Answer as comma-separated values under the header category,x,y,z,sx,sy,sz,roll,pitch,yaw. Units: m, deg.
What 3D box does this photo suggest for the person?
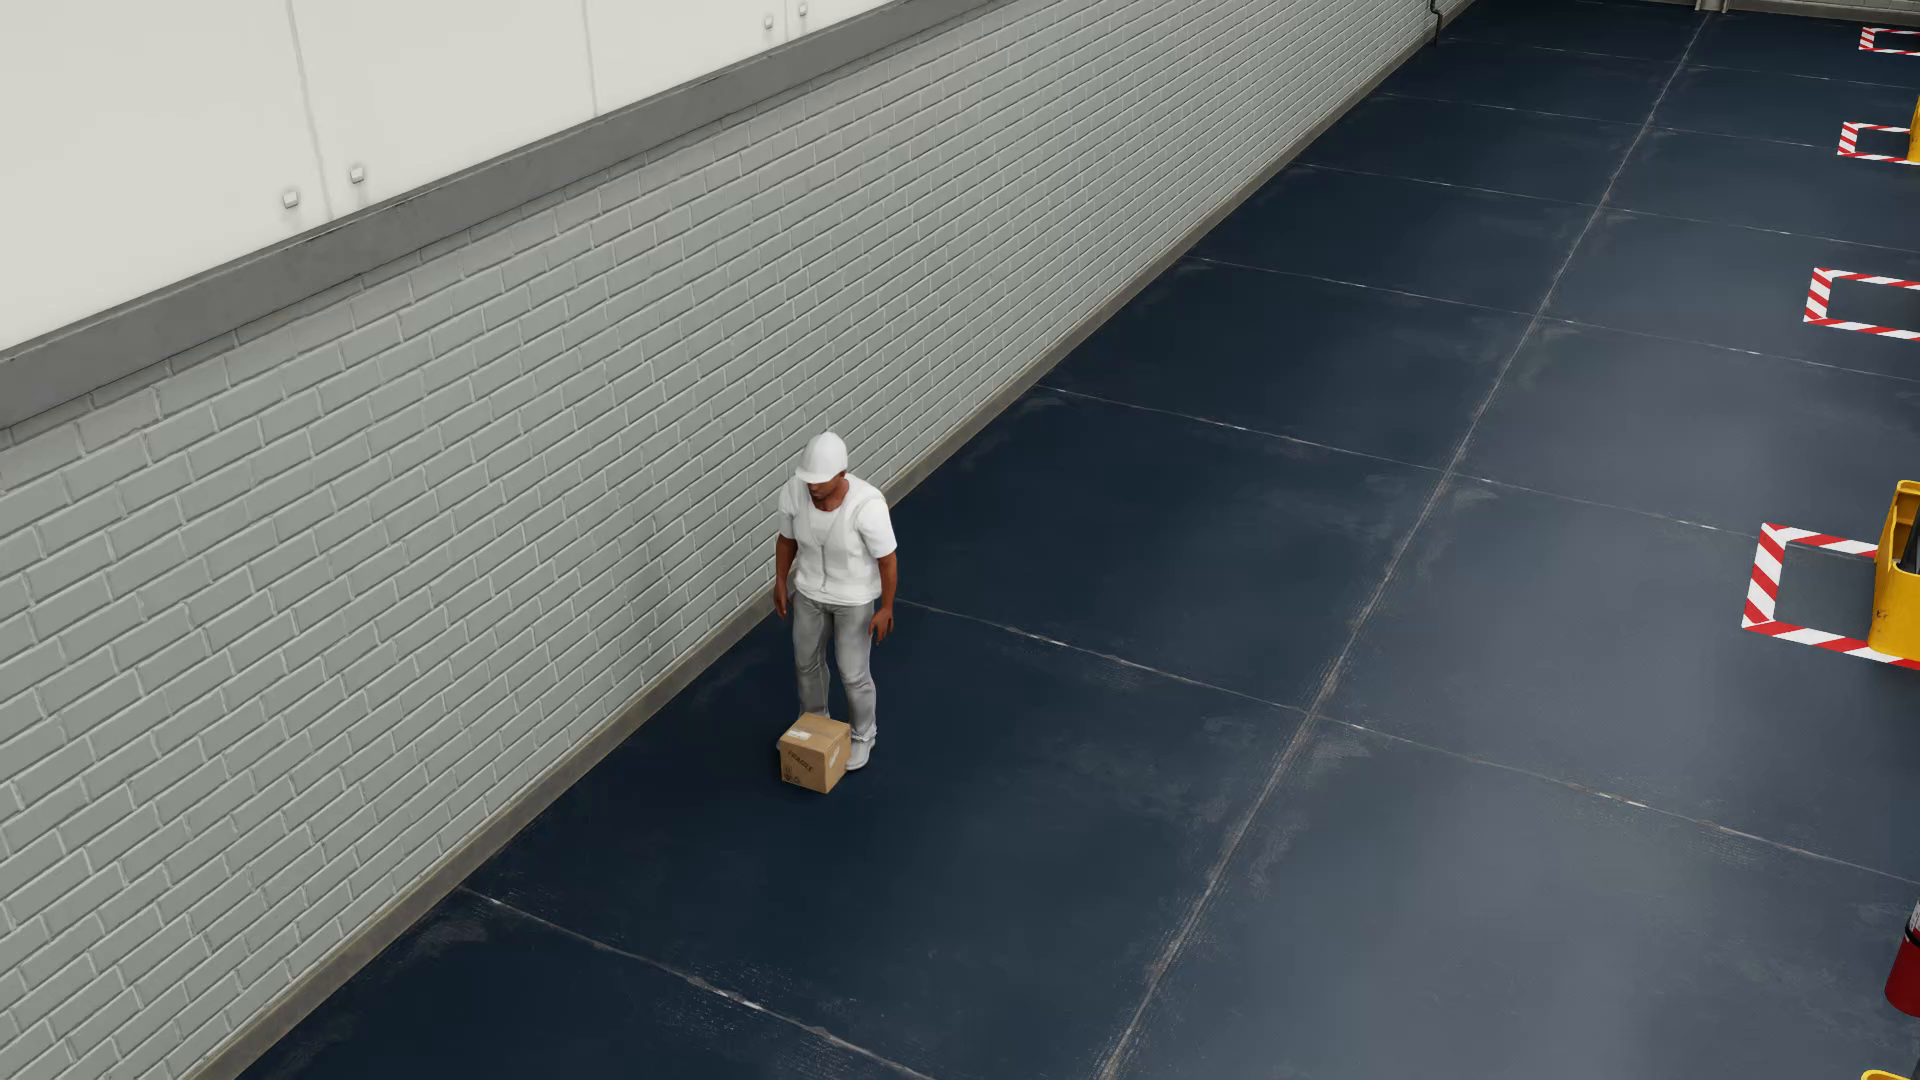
category,x,y,z,sx,sy,sz,roll,pitch,yaw
person,-0.598,0.268,7.809,0.625,1.759,0.463,13,32,21
